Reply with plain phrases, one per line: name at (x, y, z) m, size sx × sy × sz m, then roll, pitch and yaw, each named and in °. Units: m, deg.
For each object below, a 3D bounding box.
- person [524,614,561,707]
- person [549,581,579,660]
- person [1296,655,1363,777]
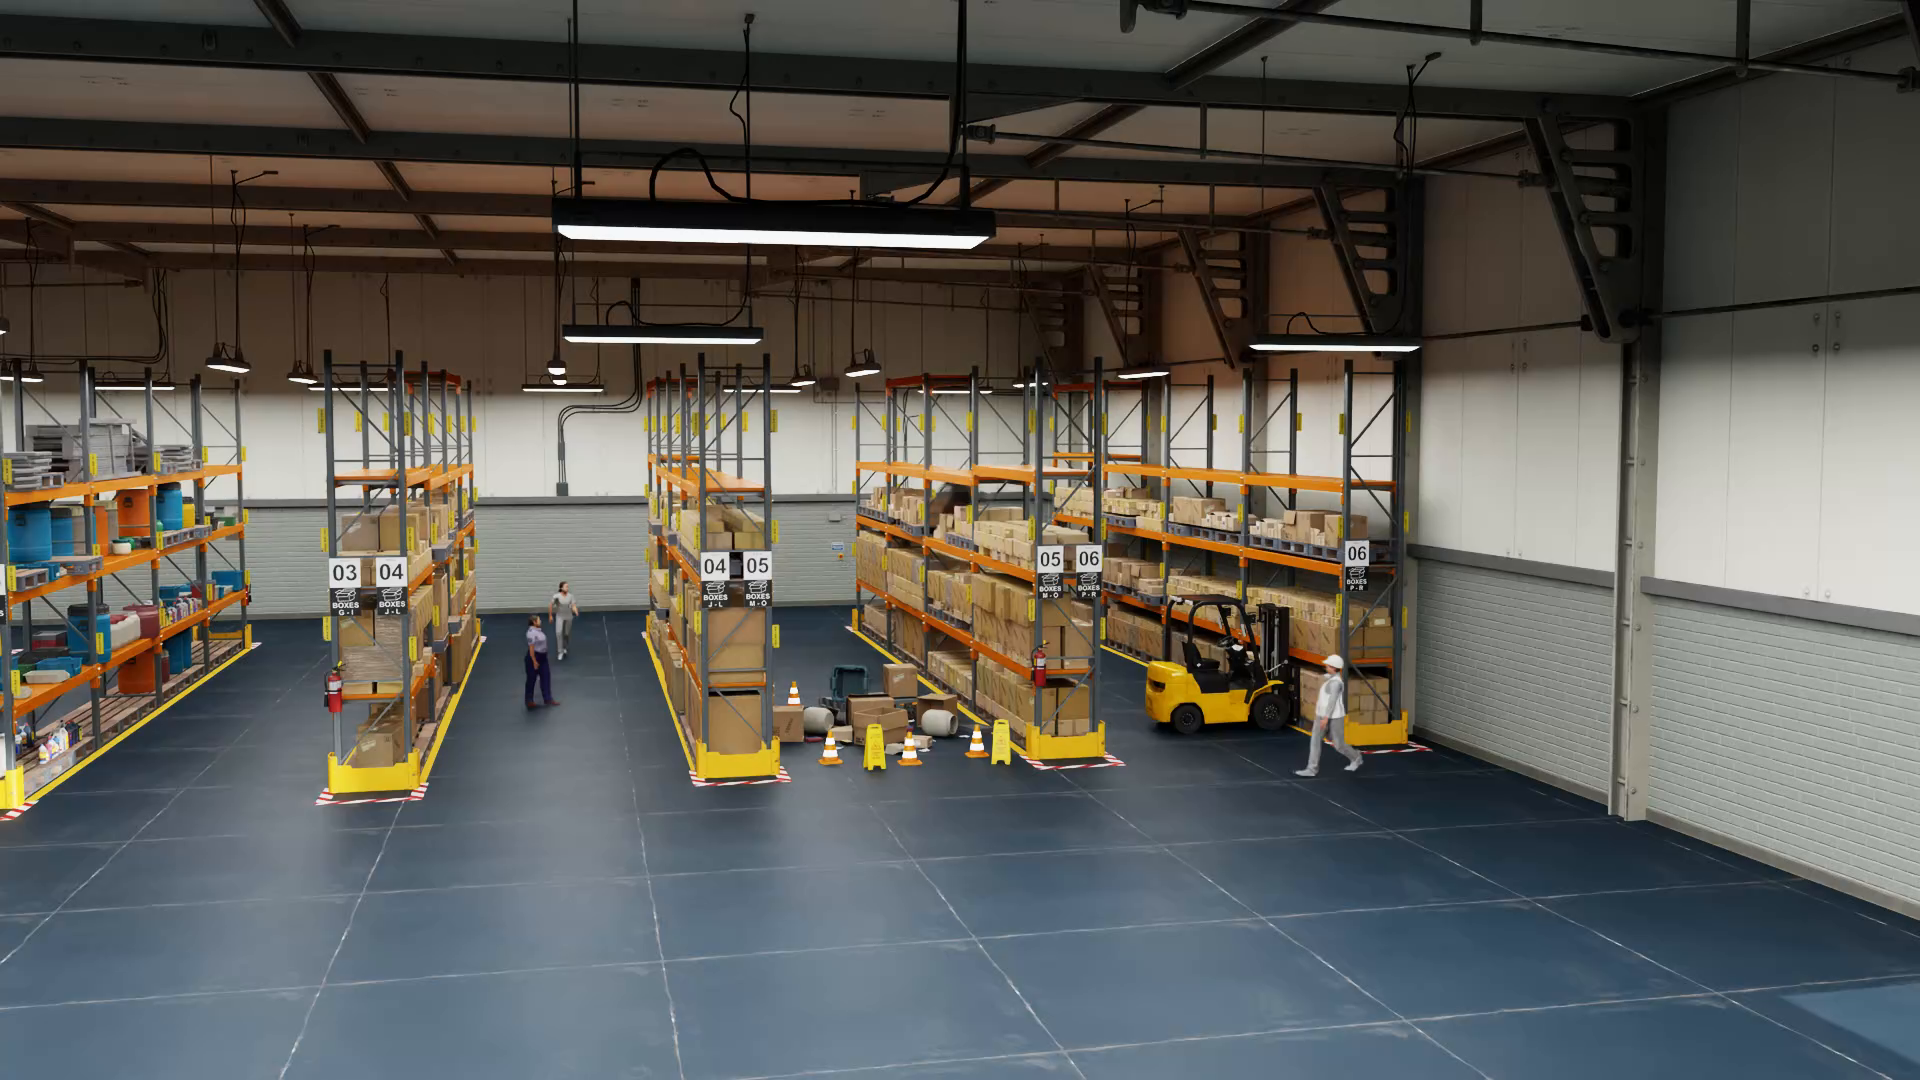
person at (-7.445, 2.137, 29.487) m, size 0.570 × 1.644 × 0.519 m, roll 2°, pitch 4°, yaw 21°
person at (-8.527, 1.706, 35.796) m, size 0.614 × 1.649 × 0.982 m, roll -1°, pitch 4°, yaw -14°
person at (5.275, 2.495, 23.604) m, size 0.980 × 1.745 × 0.491 m, roll -2°, pitch 5°, yaw -28°
